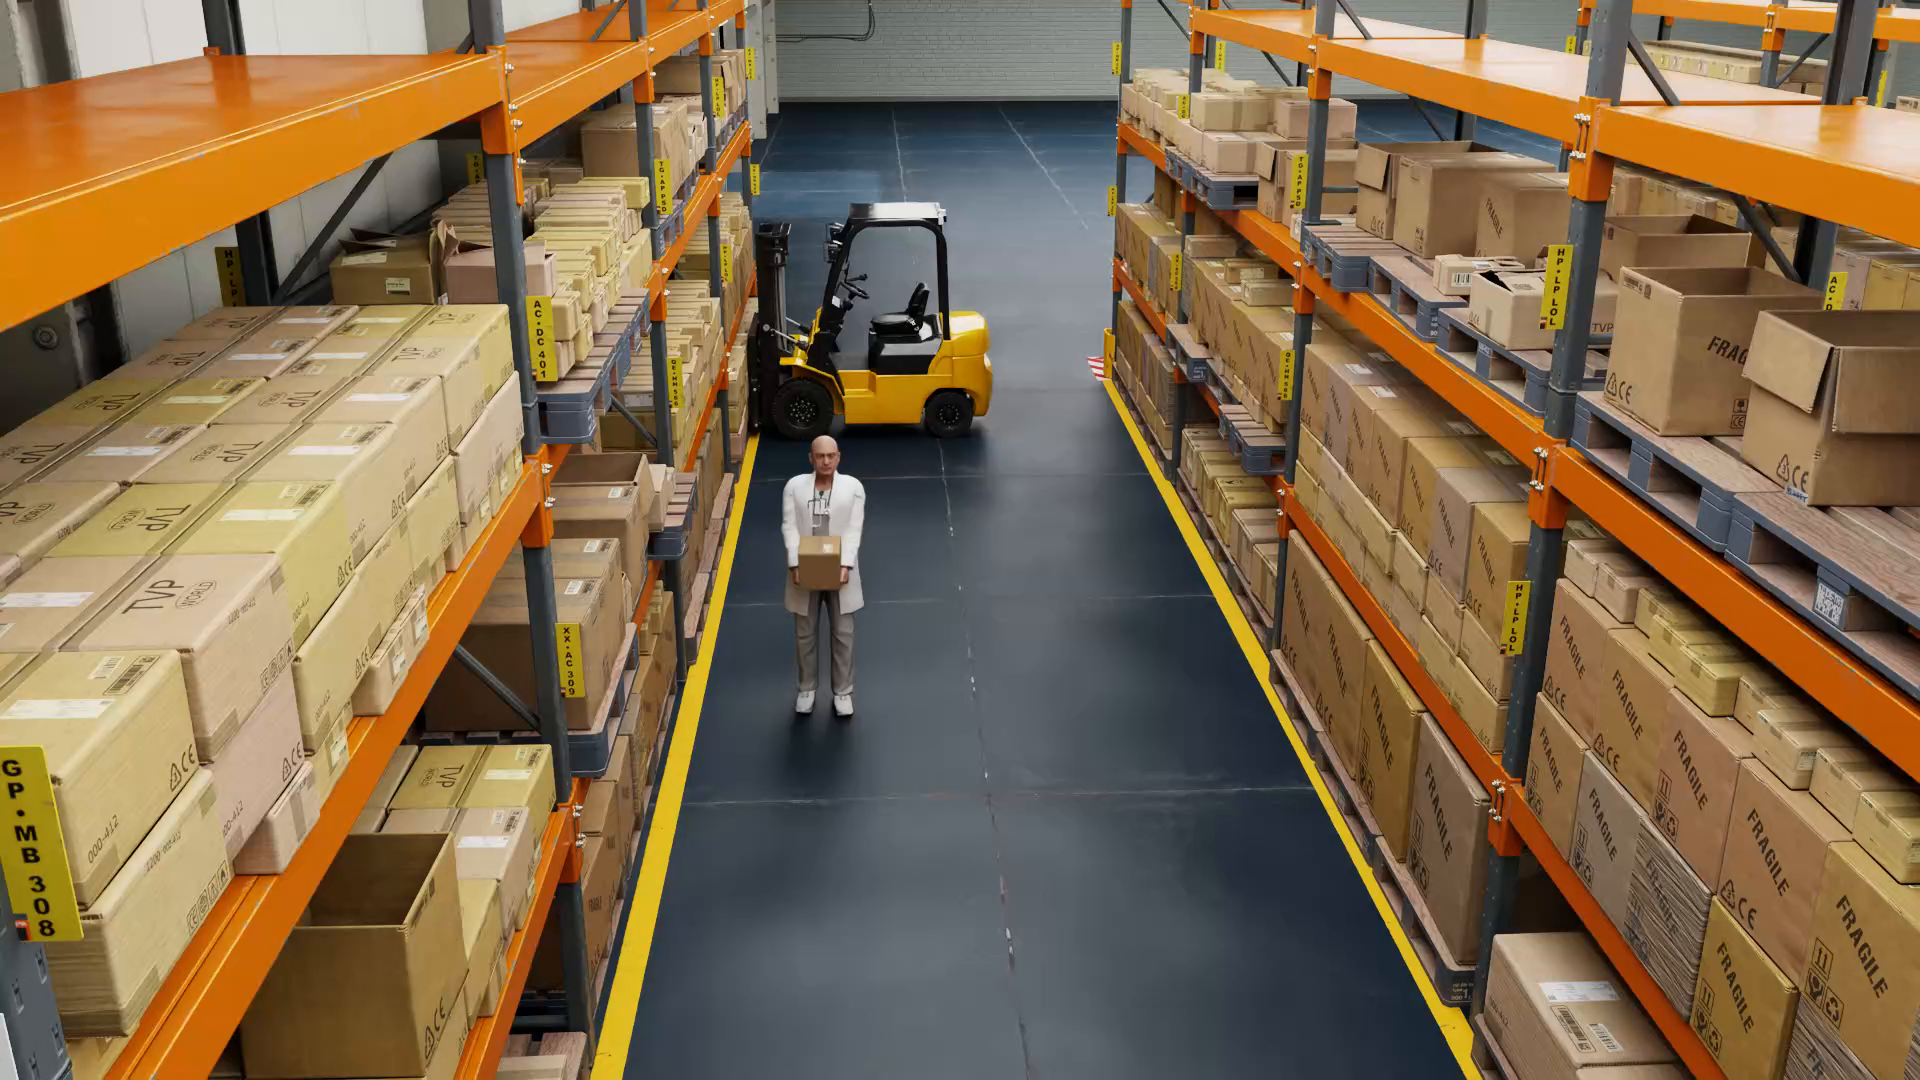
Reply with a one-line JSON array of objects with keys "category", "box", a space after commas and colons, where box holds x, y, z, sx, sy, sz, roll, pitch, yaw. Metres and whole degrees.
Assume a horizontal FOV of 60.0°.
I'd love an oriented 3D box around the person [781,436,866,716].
[{"category": "person", "box": [-0.857, 0.251, 10.418, 0.518, 1.769, 0.563, -1, 20, -2]}]
